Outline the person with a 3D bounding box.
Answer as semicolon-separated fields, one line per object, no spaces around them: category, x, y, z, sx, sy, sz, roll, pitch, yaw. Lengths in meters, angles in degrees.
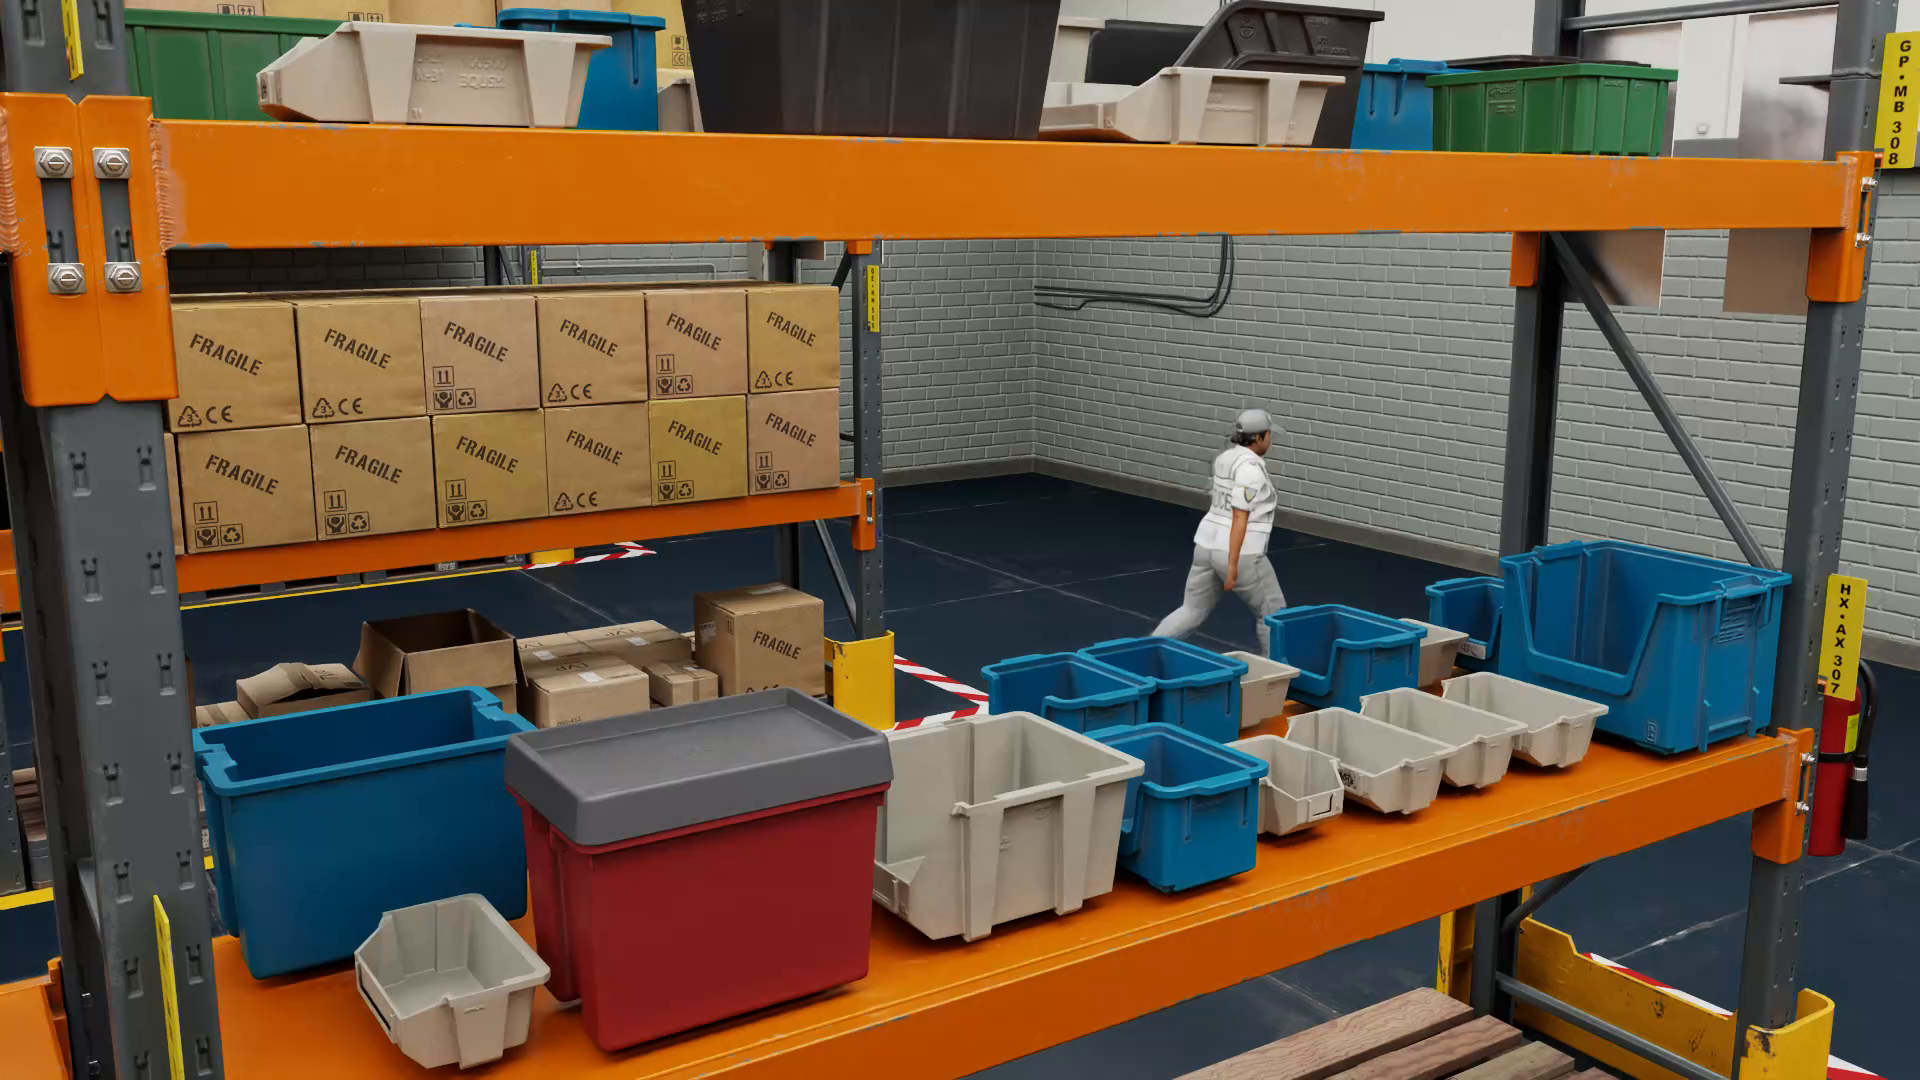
person;1.479;0.069;9.204;1.075;1.599;0.486;-4;12;-17
